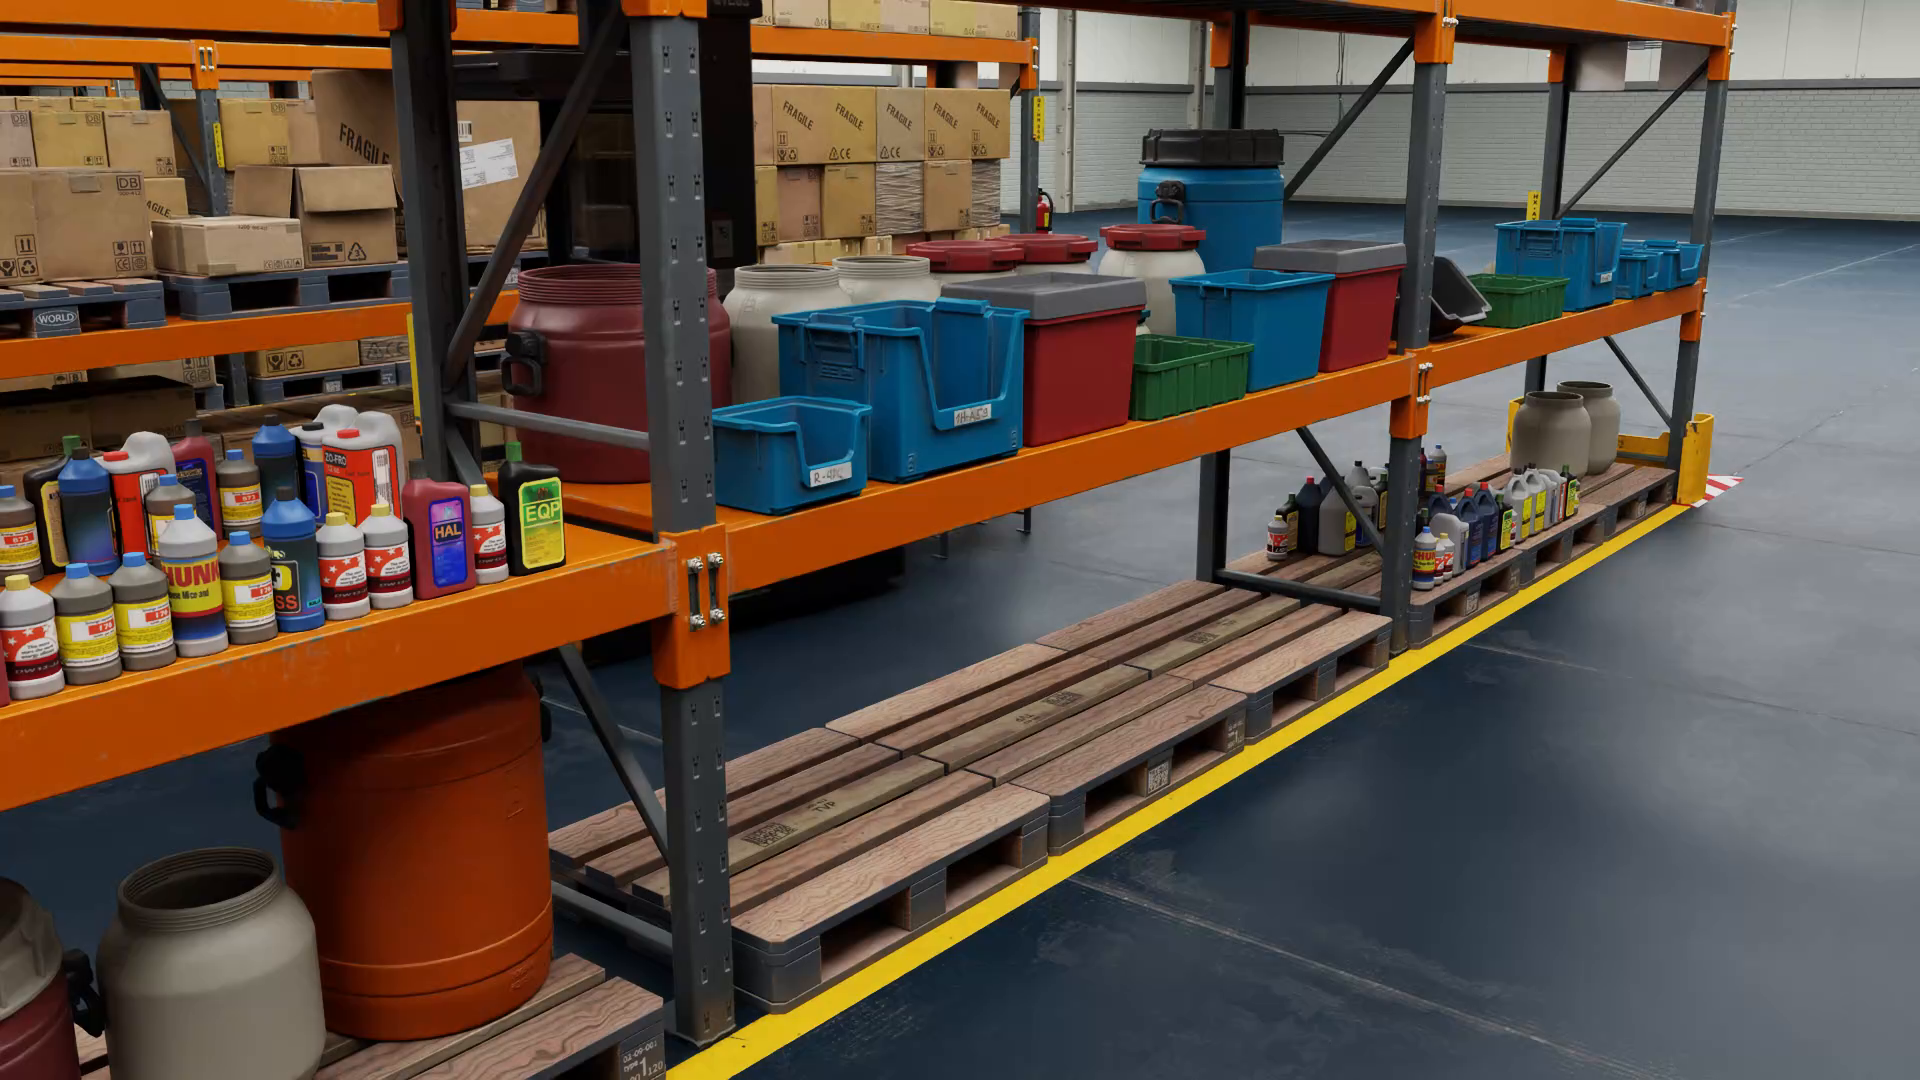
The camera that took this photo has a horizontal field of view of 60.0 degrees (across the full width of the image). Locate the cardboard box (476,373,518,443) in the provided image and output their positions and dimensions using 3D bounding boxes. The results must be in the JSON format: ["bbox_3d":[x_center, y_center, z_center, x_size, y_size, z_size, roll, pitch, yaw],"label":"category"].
[{"bbox_3d":[-2.736,-0.694,9.945,0.700,0.500,0.500,10,17,33],"label":"cardboard box"}]

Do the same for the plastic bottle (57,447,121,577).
[{"bbox_3d":[-1.856,-0.063,3.539,0.097,0.271,0.097,0,14,0],"label":"plastic bottle"}]

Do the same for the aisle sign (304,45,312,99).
[{"bbox_3d":[-7.263,-5.333,18.743,0.394,0.787,0.004,11,18,38],"label":"aisle sign"}]

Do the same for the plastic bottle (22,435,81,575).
[{"bbox_3d":[-1.929,-0.077,3.572,0.061,0.283,0.133,11,18,38],"label":"plastic bottle"}]

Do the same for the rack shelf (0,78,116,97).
[{"bbox_3d":[-12.647,-5.596,20.426,1.077,0.370,4.000,11,18,38],"label":"rack shelf"}]

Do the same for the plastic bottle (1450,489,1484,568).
[{"bbox_3d":[2.349,-0.060,7.752,0.144,0.351,0.185,12,18,39],"label":"plastic bottle"}]

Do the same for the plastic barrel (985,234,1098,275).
[{"bbox_3d":[0.286,-0.816,5.967,0.433,0.535,0.433,0,14,0],"label":"plastic barrel"}]

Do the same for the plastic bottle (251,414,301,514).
[{"bbox_3d":[-1.612,-0.161,3.925,0.097,0.271,0.097,0,14,0],"label":"plastic bottle"}]

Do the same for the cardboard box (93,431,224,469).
[{"bbox_3d":[-4.103,-0.282,8.323,0.700,0.500,0.500,9,17,33],"label":"cardboard box"}]

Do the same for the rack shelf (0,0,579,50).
[{"bbox_3d":[-3.590,-2.528,8.353,1.077,0.370,4.000,11,18,38],"label":"rack shelf"}]

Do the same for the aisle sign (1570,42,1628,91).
[{"bbox_3d":[3.851,-3.125,10.052,0.394,0.787,0.004,11,18,38],"label":"aisle sign"}]

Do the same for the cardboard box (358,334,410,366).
[{"bbox_3d":[-5.114,-2.050,14.562,0.875,0.875,0.875,11,18,38],"label":"cardboard box"}]

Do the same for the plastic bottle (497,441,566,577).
[{"bbox_3d":[-0.917,-0.074,3.558,0.061,0.283,0.133,11,18,38],"label":"plastic bottle"}]

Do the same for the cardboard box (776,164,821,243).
[{"bbox_3d":[-1.425,-2.277,11.188,0.875,0.500,0.500,11,18,38],"label":"cardboard box"}]

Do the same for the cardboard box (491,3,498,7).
[{"bbox_3d":[-4.199,-4.632,14.627,0.380,0.149,0.250,11,18,37],"label":"cardboard box"}]

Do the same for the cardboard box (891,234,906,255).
[{"bbox_3d":[-0.610,-2.122,11.895,0.380,0.149,0.250,11,18,38],"label":"cardboard box"}]

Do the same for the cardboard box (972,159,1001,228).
[{"bbox_3d":[-0.186,-2.664,12.710,0.875,0.500,0.500,11,18,38],"label":"cardboard box"}]

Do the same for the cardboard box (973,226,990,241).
[{"bbox_3d":[0.005,-2.316,12.659,0.380,0.149,0.250,11,18,38],"label":"cardboard box"}]

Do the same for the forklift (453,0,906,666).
[{"bbox_3d":[-1.689,-1.032,7.232,3.031,2.935,1.130,-13,19,-41],"label":"forklift"}]

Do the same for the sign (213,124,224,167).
[{"bbox_3d":[-5.699,-3.034,12.783,0.100,0.325,0.005,11,18,38],"label":"sign"}]

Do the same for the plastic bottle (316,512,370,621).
[{"bbox_3d":[-1.210,0.048,3.245,0.097,0.201,0.097,0,14,0],"label":"plastic bottle"}]

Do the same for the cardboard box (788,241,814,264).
[{"bbox_3d":[-1.197,-1.922,11.108,0.380,0.149,0.250,11,18,38],"label":"cardboard box"}]

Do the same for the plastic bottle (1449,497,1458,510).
[{"bbox_3d":[2.347,-0.068,7.945,0.097,0.271,0.097,0,14,0],"label":"plastic bottle"}]

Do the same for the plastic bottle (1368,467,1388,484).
[{"bbox_3d":[2.129,-0.230,8.575,0.152,0.276,0.135,12,18,39],"label":"plastic bottle"}]

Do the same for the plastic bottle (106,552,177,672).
[{"bbox_3d":[-1.455,0.123,2.952,0.097,0.201,0.097,0,14,0],"label":"plastic bottle"}]

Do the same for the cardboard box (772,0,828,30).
[{"bbox_3d":[-1.202,-3.430,10.744,0.500,0.250,0.500,10,18,35],"label":"cardboard box"}]

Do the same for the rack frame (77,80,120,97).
[{"bbox_3d":[-11.390,-4.873,22.214,1.000,3.000,0.127,11,18,38],"label":"rack frame"}]

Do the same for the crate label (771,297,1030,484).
[{"bbox_3d":[-0.160,-0.439,4.689,0.502,0.435,0.616,11,18,38],"label":"crate label"}]

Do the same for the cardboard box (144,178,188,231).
[{"bbox_3d":[-6.247,-2.500,12.670,0.500,0.500,0.500,11,18,37],"label":"cardboard box"}]

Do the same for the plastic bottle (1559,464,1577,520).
[{"bbox_3d":[3.161,-0.258,8.669,0.061,0.283,0.133,12,18,39],"label":"plastic bottle"}]

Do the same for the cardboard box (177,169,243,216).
[{"bbox_3d":[-5.905,-2.738,13.506,0.875,0.550,0.550,11,18,38],"label":"cardboard box"}]

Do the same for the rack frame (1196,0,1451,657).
[{"bbox_3d":[1.519,-1.040,7.124,1.000,3.000,0.127,11,18,38],"label":"rack frame"}]

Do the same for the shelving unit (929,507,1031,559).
[{"bbox_3d":[0.004,-0.728,8.943,0.431,1.500,0.755,11,18,38],"label":"shelving unit"}]

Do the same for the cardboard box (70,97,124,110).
[{"bbox_3d":[-8.921,-4.254,16.939,0.700,0.500,0.500,11,18,36],"label":"cardboard box"}]

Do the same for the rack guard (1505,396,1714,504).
[{"bbox_3d":[4.022,-0.573,10.361,1.175,0.500,0.348,11,18,38],"label":"rack guard"}]

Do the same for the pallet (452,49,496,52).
[{"bbox_3d":[-4.072,-4.626,15.330,1.003,0.211,1.213,11,18,38],"label":"pallet"}]

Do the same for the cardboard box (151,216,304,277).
[{"bbox_3d":[-3.615,-1.457,8.216,0.500,0.250,0.500,11,18,36],"label":"cardboard box"}]

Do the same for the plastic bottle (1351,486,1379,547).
[{"bbox_3d":[1.952,-0.120,8.140,0.152,0.276,0.135,11,18,38],"label":"plastic bottle"}]

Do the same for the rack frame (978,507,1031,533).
[{"bbox_3d":[0.234,-0.798,9.219,0.400,1.500,0.023,11,18,38],"label":"rack frame"}]

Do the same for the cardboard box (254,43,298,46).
[{"bbox_3d":[-7.639,-5.492,18.256,0.500,0.250,0.500,11,18,37],"label":"cardboard box"}]

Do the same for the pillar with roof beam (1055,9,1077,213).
[{"bbox_3d":[5.904,-11.717,36.970,9.100,9.000,0.400,11,18,38],"label":"pillar with roof beam"}]

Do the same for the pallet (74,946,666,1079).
[{"bbox_3d":[-1.458,1.235,3.832,1.003,0.211,1.213,11,18,38],"label":"pallet"}]

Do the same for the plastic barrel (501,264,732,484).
[{"bbox_3d":[-0.939,-0.476,4.626,0.600,0.536,0.708,11,18,38],"label":"plastic barrel"}]

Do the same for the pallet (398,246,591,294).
[{"bbox_3d":[-2.927,-1.590,9.677,1.003,0.211,1.213,11,18,38],"label":"pallet"}]

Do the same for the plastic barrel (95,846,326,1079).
[{"bbox_3d":[-1.574,0.947,3.504,0.421,0.512,0.421,0,14,0],"label":"plastic barrel"}]

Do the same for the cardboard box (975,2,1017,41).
[{"bbox_3d":[0.076,-3.822,12.288,0.500,0.250,0.500,12,18,39],"label":"cardboard box"}]

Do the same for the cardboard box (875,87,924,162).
[{"bbox_3d":[-0.599,-2.914,11.664,0.500,0.500,0.500,11,18,38],"label":"cardboard box"}]

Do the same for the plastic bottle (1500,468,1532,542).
[{"bbox_3d":[2.735,-0.177,8.215,0.144,0.351,0.185,11,18,37],"label":"plastic bottle"}]

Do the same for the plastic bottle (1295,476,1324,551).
[{"bbox_3d":[1.700,-0.137,8.057,0.144,0.351,0.185,11,18,36],"label":"plastic bottle"}]

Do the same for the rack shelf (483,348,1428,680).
[{"bbox_3d":[0.262,-0.308,5.705,1.077,0.370,4.000,11,18,38],"label":"rack shelf"}]

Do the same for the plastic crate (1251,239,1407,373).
[{"bbox_3d":[1.453,-0.931,6.565,0.402,0.464,0.583,11,18,38],"label":"plastic crate"}]

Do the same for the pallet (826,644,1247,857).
[{"bbox_3d":[0.289,0.703,5.928,1.003,0.211,1.213,11,18,38],"label":"pallet"}]

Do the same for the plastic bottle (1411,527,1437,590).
[{"bbox_3d":[2.061,0.076,7.379,0.097,0.271,0.097,0,14,0],"label":"plastic bottle"}]

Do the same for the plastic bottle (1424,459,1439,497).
[{"bbox_3d":[2.586,-0.344,9.175,0.097,0.201,0.097,0,14,0],"label":"plastic bottle"}]

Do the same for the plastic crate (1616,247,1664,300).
[{"bbox_3d":[3.539,-1.468,9.112,0.499,0.251,0.408,11,18,38],"label":"plastic crate"}]

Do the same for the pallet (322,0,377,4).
[{"bbox_3d":[-3.453,-2.868,8.611,1.213,0.211,1.003,11,18,38],"label":"pallet"}]
